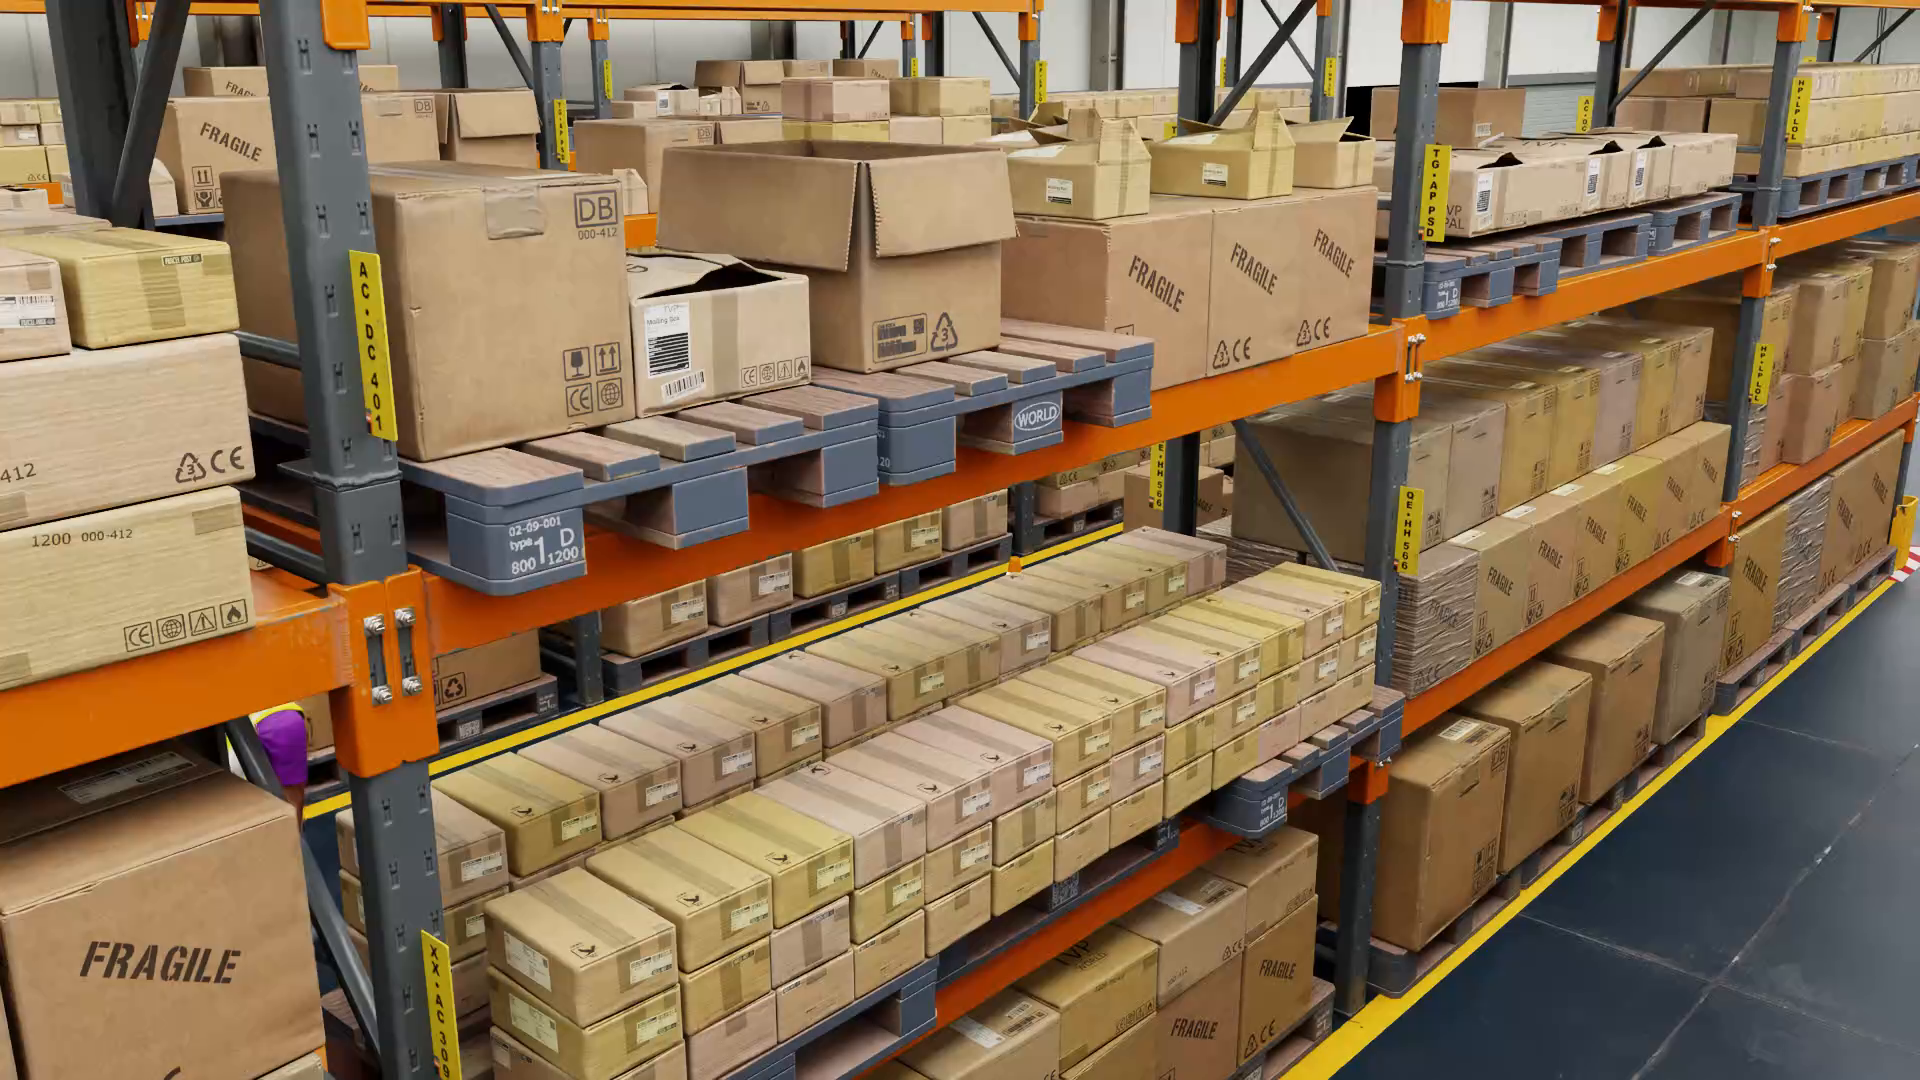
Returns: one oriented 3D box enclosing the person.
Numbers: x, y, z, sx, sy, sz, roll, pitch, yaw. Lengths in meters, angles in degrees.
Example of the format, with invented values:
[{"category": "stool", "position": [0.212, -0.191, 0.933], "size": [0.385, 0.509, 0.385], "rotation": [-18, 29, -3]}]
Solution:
[{"category": "person", "position": [-2.672, 1.141, 6.244], "size": [0.595, 1.736, 0.969], "rotation": [10, 19, 29]}]
